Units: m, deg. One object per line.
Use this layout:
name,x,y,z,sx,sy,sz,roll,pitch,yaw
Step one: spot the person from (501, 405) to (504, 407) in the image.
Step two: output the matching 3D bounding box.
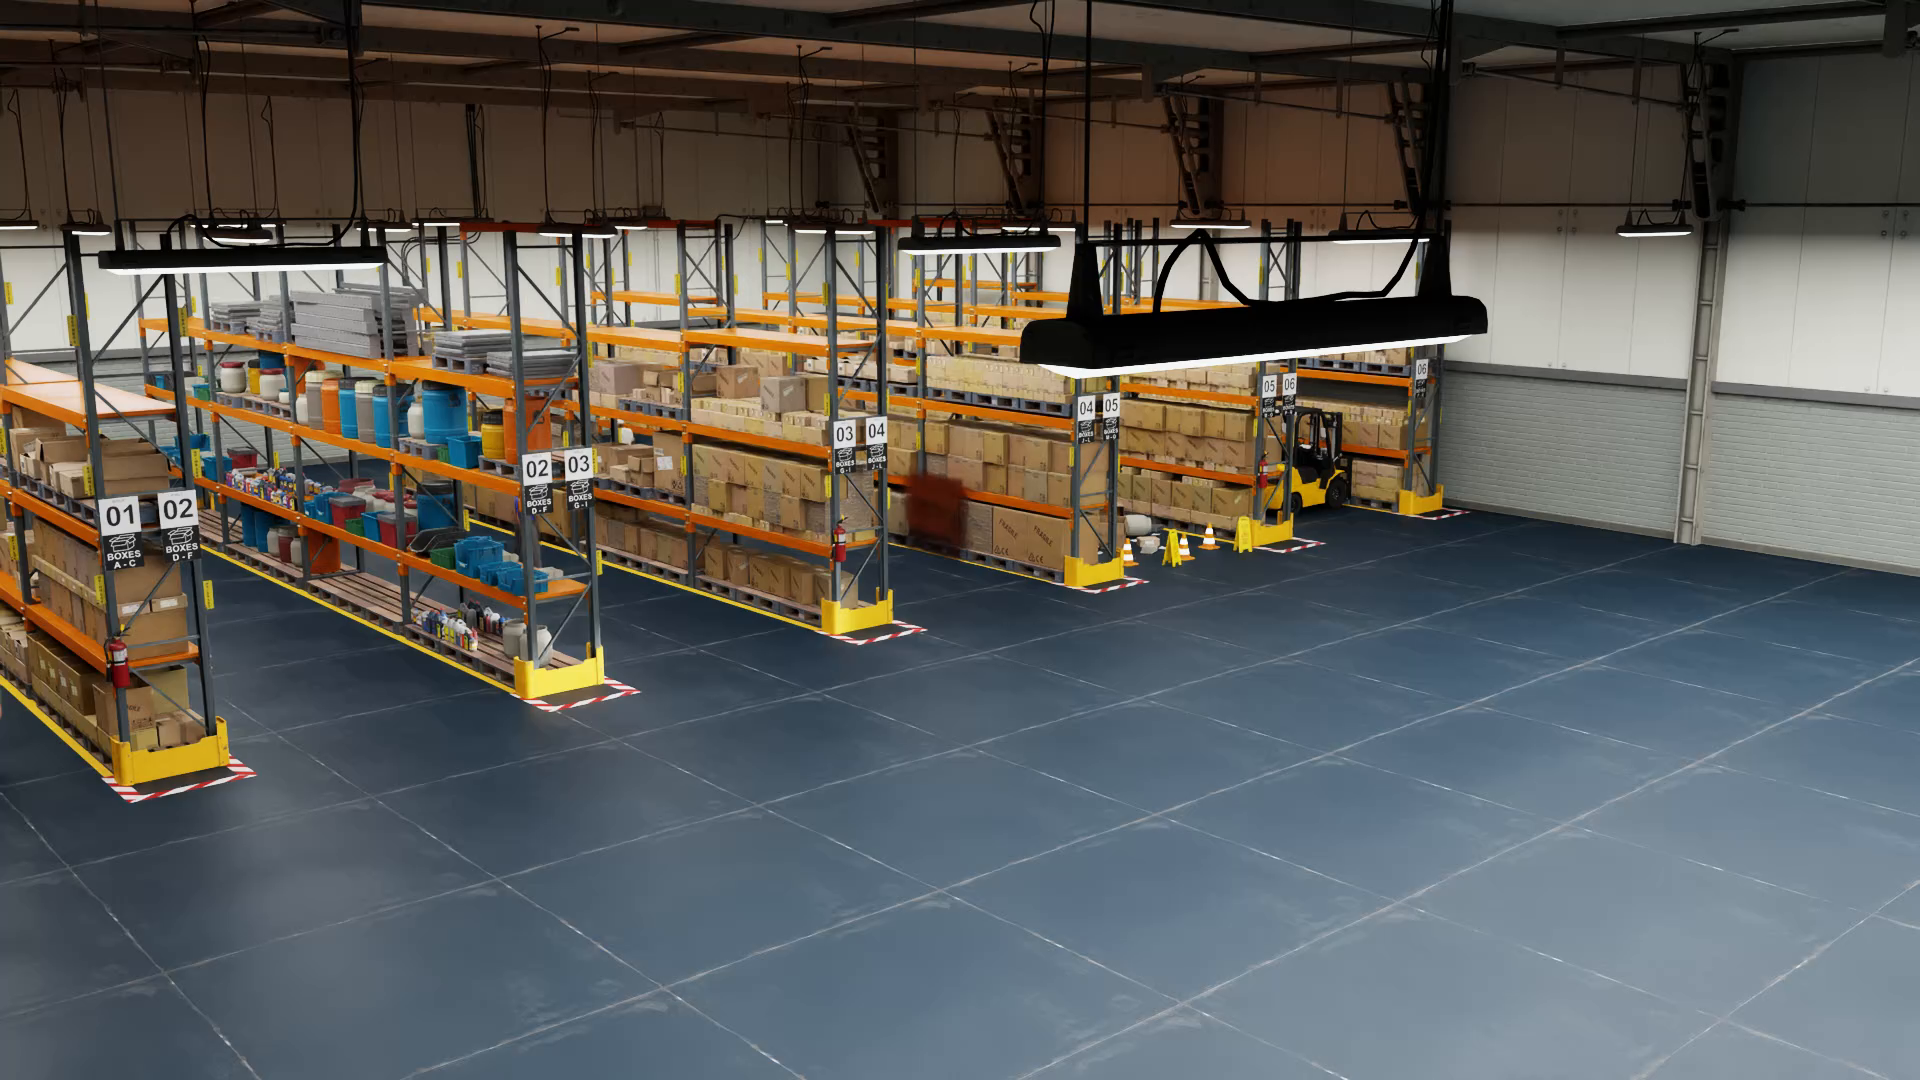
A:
person,-10.515,-2.224,38.313,0.705,1.782,0.598,-11,16,-43

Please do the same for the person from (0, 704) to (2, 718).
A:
person,-10.917,1.895,18.503,0.840,1.557,0.454,7,14,32

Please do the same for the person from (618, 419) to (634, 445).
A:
person,-7.329,-1.847,36.647,0.691,1.738,0.630,3,12,17

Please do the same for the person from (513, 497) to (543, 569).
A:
person,-7.535,-0.234,28.880,0.414,1.589,1.056,-7,13,-31
